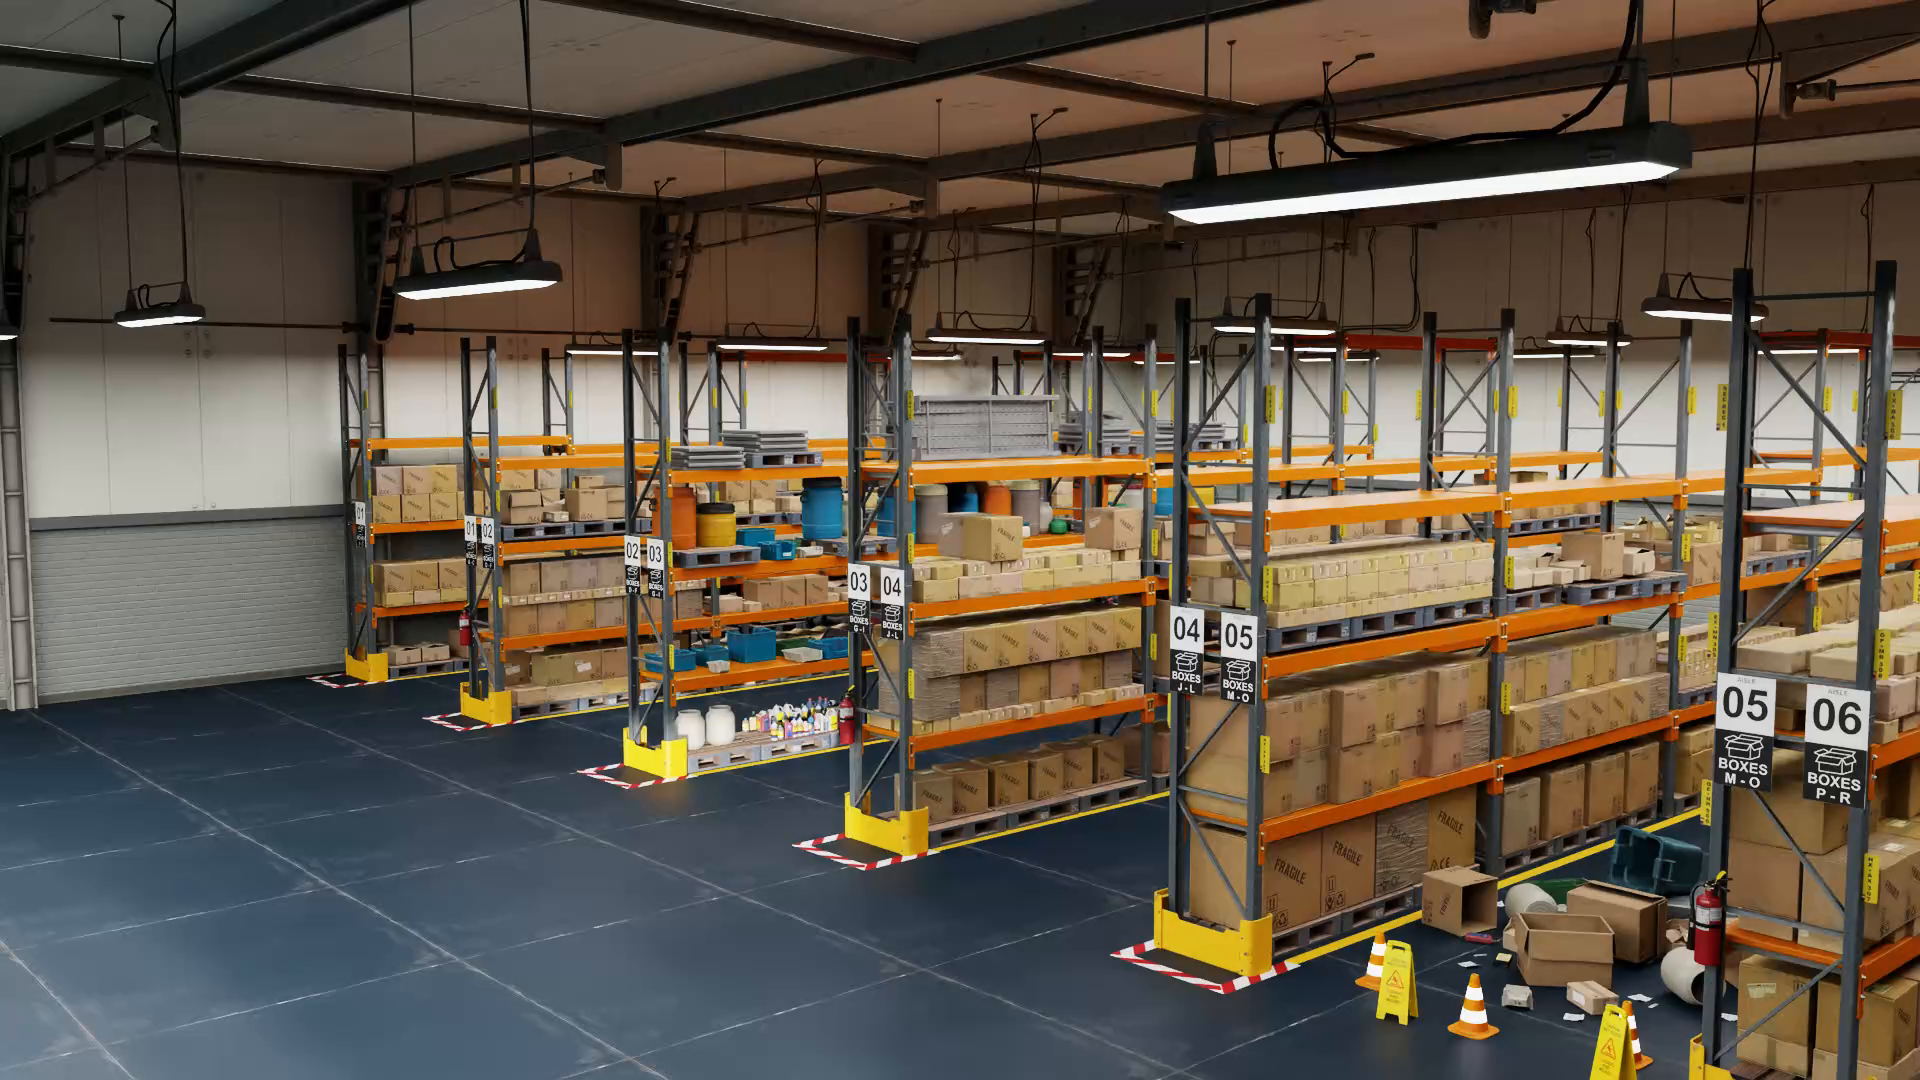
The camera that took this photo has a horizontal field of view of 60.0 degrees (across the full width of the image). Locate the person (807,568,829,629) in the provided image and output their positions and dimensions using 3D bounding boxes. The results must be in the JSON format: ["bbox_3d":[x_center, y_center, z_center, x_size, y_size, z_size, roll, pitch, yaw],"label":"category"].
[{"bbox_3d":[-2.841,1.368,33.500,0.503,1.617,0.682,3,6,32],"label":"person"}]
